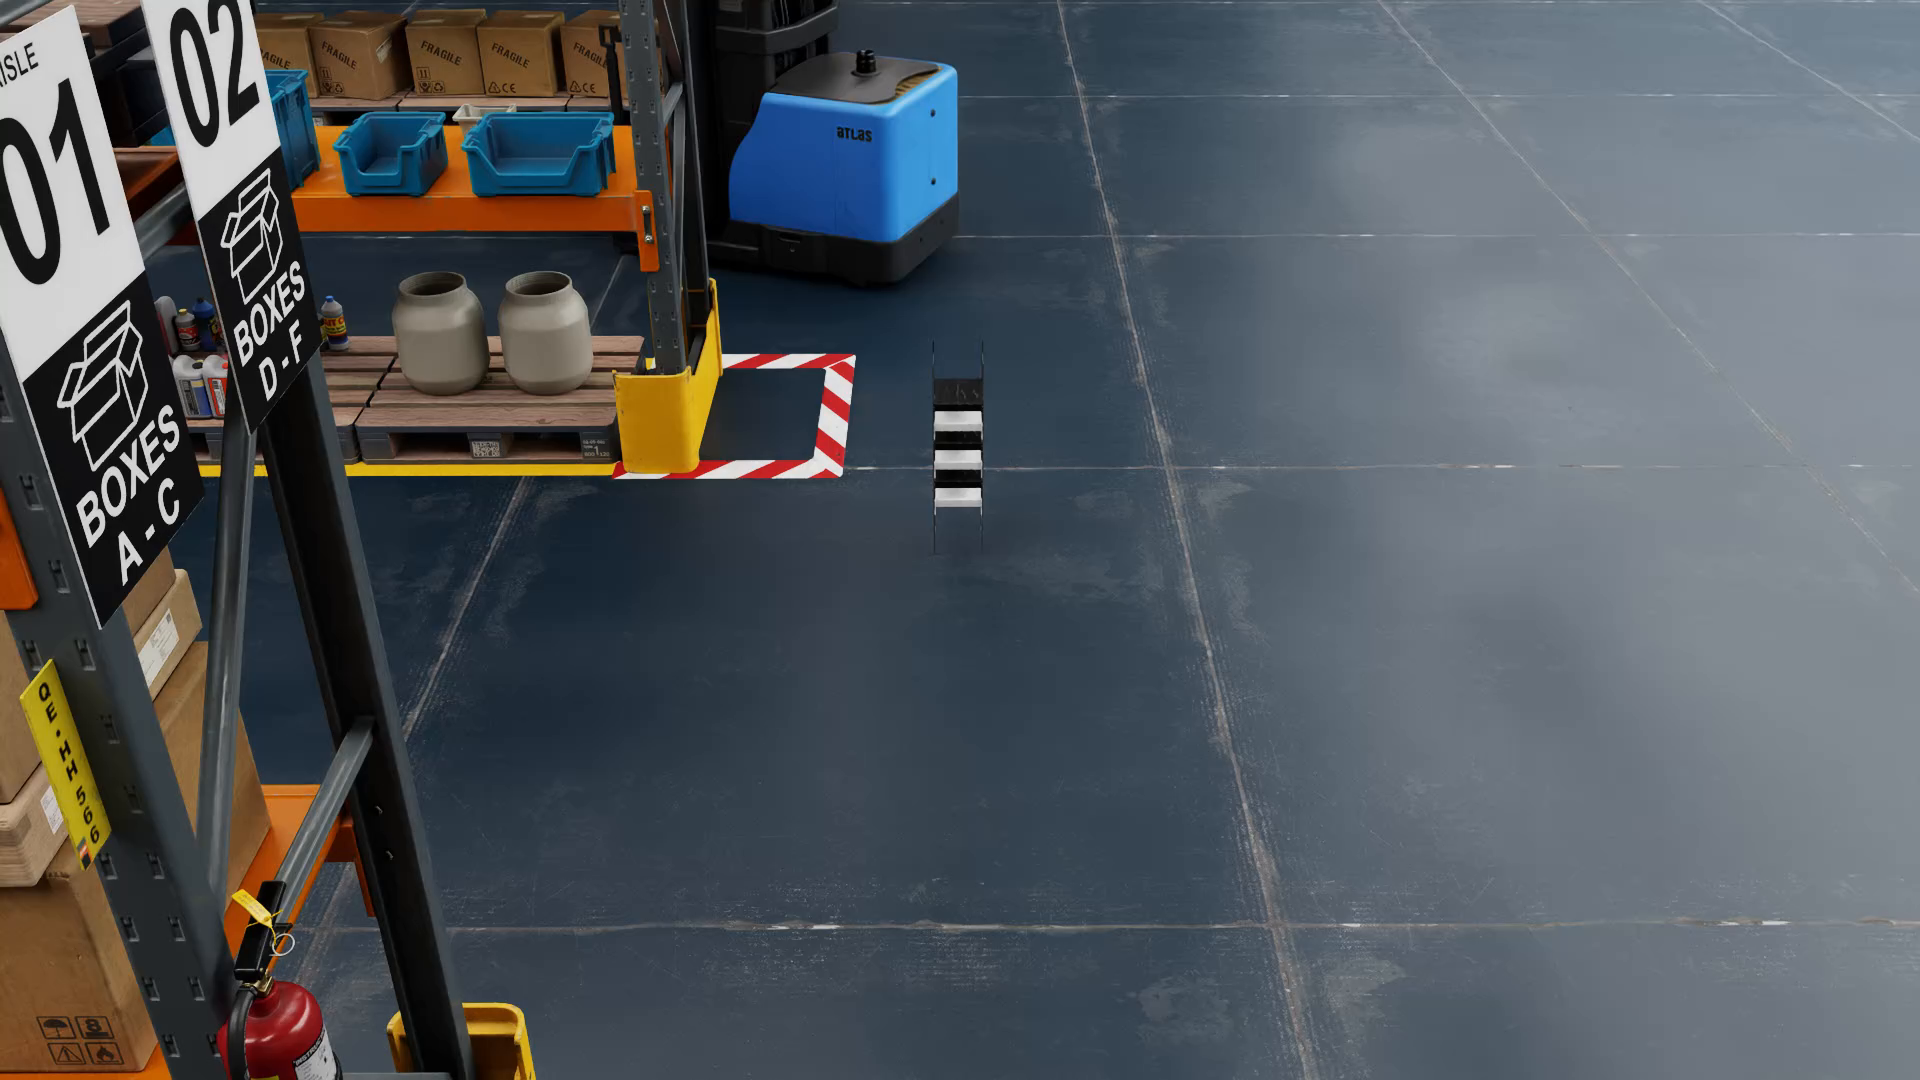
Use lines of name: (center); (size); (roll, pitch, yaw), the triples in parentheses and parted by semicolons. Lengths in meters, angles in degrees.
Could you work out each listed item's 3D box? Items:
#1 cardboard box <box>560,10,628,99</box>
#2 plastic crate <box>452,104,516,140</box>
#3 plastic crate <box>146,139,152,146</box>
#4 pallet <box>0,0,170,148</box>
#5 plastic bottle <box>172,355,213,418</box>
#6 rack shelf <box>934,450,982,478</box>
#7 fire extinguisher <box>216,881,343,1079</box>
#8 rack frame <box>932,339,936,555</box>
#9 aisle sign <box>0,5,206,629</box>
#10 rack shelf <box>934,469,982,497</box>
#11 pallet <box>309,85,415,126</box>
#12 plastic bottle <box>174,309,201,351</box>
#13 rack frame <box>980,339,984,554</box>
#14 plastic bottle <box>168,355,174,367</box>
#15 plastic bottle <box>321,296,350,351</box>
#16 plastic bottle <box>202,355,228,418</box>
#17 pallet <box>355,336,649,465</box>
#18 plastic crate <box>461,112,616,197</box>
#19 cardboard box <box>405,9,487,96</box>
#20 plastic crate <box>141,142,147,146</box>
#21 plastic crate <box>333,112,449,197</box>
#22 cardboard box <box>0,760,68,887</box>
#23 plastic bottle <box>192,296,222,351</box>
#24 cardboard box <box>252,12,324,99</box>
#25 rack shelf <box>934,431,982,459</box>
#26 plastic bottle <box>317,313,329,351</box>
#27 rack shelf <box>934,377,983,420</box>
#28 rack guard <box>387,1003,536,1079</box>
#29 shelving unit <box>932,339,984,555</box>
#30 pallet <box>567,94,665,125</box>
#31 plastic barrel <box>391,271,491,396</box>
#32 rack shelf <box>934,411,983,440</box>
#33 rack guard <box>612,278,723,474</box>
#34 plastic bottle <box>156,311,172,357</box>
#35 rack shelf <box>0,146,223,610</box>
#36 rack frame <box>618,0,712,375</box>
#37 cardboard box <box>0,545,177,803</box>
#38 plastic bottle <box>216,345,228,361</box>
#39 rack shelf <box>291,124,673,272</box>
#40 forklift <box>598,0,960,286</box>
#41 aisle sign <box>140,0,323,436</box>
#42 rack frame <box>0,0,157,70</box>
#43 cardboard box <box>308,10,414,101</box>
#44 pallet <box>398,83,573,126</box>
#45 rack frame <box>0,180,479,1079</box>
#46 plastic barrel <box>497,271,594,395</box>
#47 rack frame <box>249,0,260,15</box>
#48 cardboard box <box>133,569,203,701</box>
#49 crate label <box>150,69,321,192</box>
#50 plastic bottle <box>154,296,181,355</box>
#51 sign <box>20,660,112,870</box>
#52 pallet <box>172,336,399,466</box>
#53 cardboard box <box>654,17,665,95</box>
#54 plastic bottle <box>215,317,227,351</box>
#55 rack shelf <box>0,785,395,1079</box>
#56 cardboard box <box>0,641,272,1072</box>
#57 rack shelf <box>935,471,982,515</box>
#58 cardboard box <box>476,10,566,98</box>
cardboard box: (-2.587, -3.587, 12.275); (0.500, 0.500, 0.500); (8, 32, 13)
plastic crate: (-2.232, -1.971, 7.861); (0.250, 0.136, 0.298); (0, 31, 0)
plastic crate: (-3.712, -1.931, 7.795); (0.437, 0.136, 0.530); (0, 31, 0)
pallet: (-2.016, -0.606, 2.551); (1.213, 0.211, 1.003); (0, 31, 0)
plastic bottle: (-3.560, -0.723, 7.752); (0.135, 0.276, 0.152); (-1, 31, -2)
rack shelf: (-0.008, -0.356, 7.034); (0.200, 0.077, 0.258); (0, 31, 0)
fire extinguisher: (-1.188, 0.923, 2.911); (0.183, 0.674, 0.296); (0, 31, 0)
rack frame: (-0.110, -0.384, 7.016); (0.006, 0.900, 0.240); (0, 31, 0)
aisle sign: (-1.241, -0.310, 2.363); (0.004, 0.787, 0.394); (0, 31, 0)
rack shelf: (-0.008, -0.279, 7.081); (0.200, 0.077, 0.258); (0, 31, 0)
pallet: (-4.693, -3.305, 12.493); (1.213, 0.211, 1.003); (0, 31, 0)
plastic bottle: (-3.897, -1.065, 8.387); (0.097, 0.201, 0.097); (0, 31, 0)
rack frame: (0.094, -0.385, 7.017); (0.006, 0.900, 0.240); (0, 31, 0)
plastic bottle: (-3.725, -0.753, 7.728); (0.185, 0.351, 0.144); (1, 31, 2)
plastic bottle: (-3.150, -1.097, 8.373); (0.097, 0.271, 0.097); (0, 31, 0)
plastic bottle: (-3.421, -0.724, 7.753); (0.135, 0.276, 0.152); (0, 31, 0)
pallet: (-2.223, -0.703, 8.206); (1.213, 0.211, 1.003); (0, 31, 0)
plastic crate: (-1.833, -1.699, 7.303); (0.616, 0.251, 0.499); (0, 31, 0)
cardboard box: (-3.771, -3.616, 12.323); (0.500, 0.500, 0.500); (-3, 31, -5)
plastic crate: (-3.976, -1.675, 7.322); (0.662, 0.188, 0.450); (0, 31, 0)
plastic crate: (-2.483, -1.700, 7.304); (0.408, 0.251, 0.499); (0, 31, 0)
cardboard box: (-1.690, 0.430, 2.929); (0.250, 0.149, 0.380); (-1, 31, -1)
plastic bottle: (-3.795, -1.095, 8.370); (0.097, 0.271, 0.097); (0, 31, 0)
cardboard box: (-4.964, -3.568, 12.244); (0.500, 0.500, 0.500); (-1, 31, -2)
rack shelf: (-0.008, -0.433, 6.987); (0.200, 0.077, 0.258); (0, 31, 0)
plastic bottle: (-3.253, -1.067, 8.391); (0.097, 0.201, 0.097); (0, 31, 0)
rack shelf: (-0.008, -0.587, 6.894); (0.200, 0.077, 0.258); (0, 31, 0)
rack guard: (-1.285, 1.718, 3.936); (0.348, 0.500, 1.175); (0, 31, 0)
shelving unit: (-0.008, -0.385, 7.017); (0.210, 0.900, 0.258); (0, 31, 0)
pallet: (-2.253, -3.312, 12.506); (1.213, 0.211, 1.003); (0, 31, 0)
plastic barrel: (-2.494, -0.992, 7.988); (0.421, 0.512, 0.421); (0, 31, 0)
rack shelf: (-0.008, -0.510, 6.940); (0.200, 0.077, 0.258); (0, 31, 0)
rack guard: (-1.410, -0.826, 8.130); (0.348, 0.500, 1.175); (0, 31, 0)
plastic bottle: (-4.014, -1.030, 8.251); (0.133, 0.283, 0.061); (0, 31, 0)
rack shelf: (-3.309, -0.319, 2.686); (4.000, 0.370, 1.077); (0, 31, 0)
rack frame: (-1.335, -1.920, 7.522); (0.127, 3.000, 1.000); (0, 31, 0)
cardboard box: (-1.828, 0.047, 2.933); (0.500, 0.500, 0.700); (0, 31, 0)
plastic bottle: (-3.422, -0.782, 7.842); (0.133, 0.283, 0.061); (0, 31, 0)
rack shelf: (-3.335, -1.606, 7.699); (4.000, 0.370, 1.077); (0, 31, 0)
forklift: (-1.566, -3.206, 9.709); (3.031, 2.935, 1.130); (12, 33, 19)
aisle sign: (-1.245, -0.621, 2.876); (0.004, 0.787, 0.394); (0, 31, 0)
rack frame: (-1.309, -1.915, 1.731); (0.127, 3.000, 1.000); (0, 31, 0)
cardboard box: (-4.392, -3.574, 12.253); (0.500, 0.500, 0.500); (10, 33, 15)
pallet: (-3.470, -3.310, 12.502); (1.213, 0.211, 1.003); (0, 31, 0)
rack frame: (-1.309, 0.650, 3.288); (0.127, 3.000, 1.000); (0, 31, 0)
plastic barrel: (-1.992, -0.994, 7.990); (0.421, 0.512, 0.421); (0, 31, 0)
rack frame: (-5.365, -4.476, 11.736); (0.127, 3.000, 1.000); (0, 31, 0)
cardboard box: (-1.702, 0.219, 3.276); (0.250, 0.149, 0.380); (0, 31, -1)
crate label: (-3.174, -1.789, 7.273); (0.616, 0.435, 0.502); (0, 31, 0)
plastic bottle: (-4.015, -1.082, 8.344); (0.135, 0.276, 0.152); (0, 31, 1)
sign: (-1.319, 0.335, 2.462); (0.005, 0.325, 0.100); (0, 31, 0)
pallet: (-3.440, -0.701, 8.202); (1.213, 0.211, 1.003); (0, 31, 0)
cardboard box: (-1.989, -3.607, 12.307); (0.500, 0.500, 0.500); (5, 32, 9)
plastic bottle: (-3.692, -1.066, 8.388); (0.097, 0.201, 0.097); (0, 31, 0)
rack shelf: (-3.309, 0.963, 3.464); (4.000, 0.370, 1.077); (0, 31, 0)
cardboard box: (-1.776, 0.602, 3.270); (0.500, 0.500, 0.700); (0, 31, 0)
rack shelf: (-0.008, -0.202, 7.127); (0.200, 0.077, 0.258); (0, 31, 0)
cardboard box: (-3.213, -3.595, 12.288); (0.500, 0.500, 0.500); (3, 31, 4)
